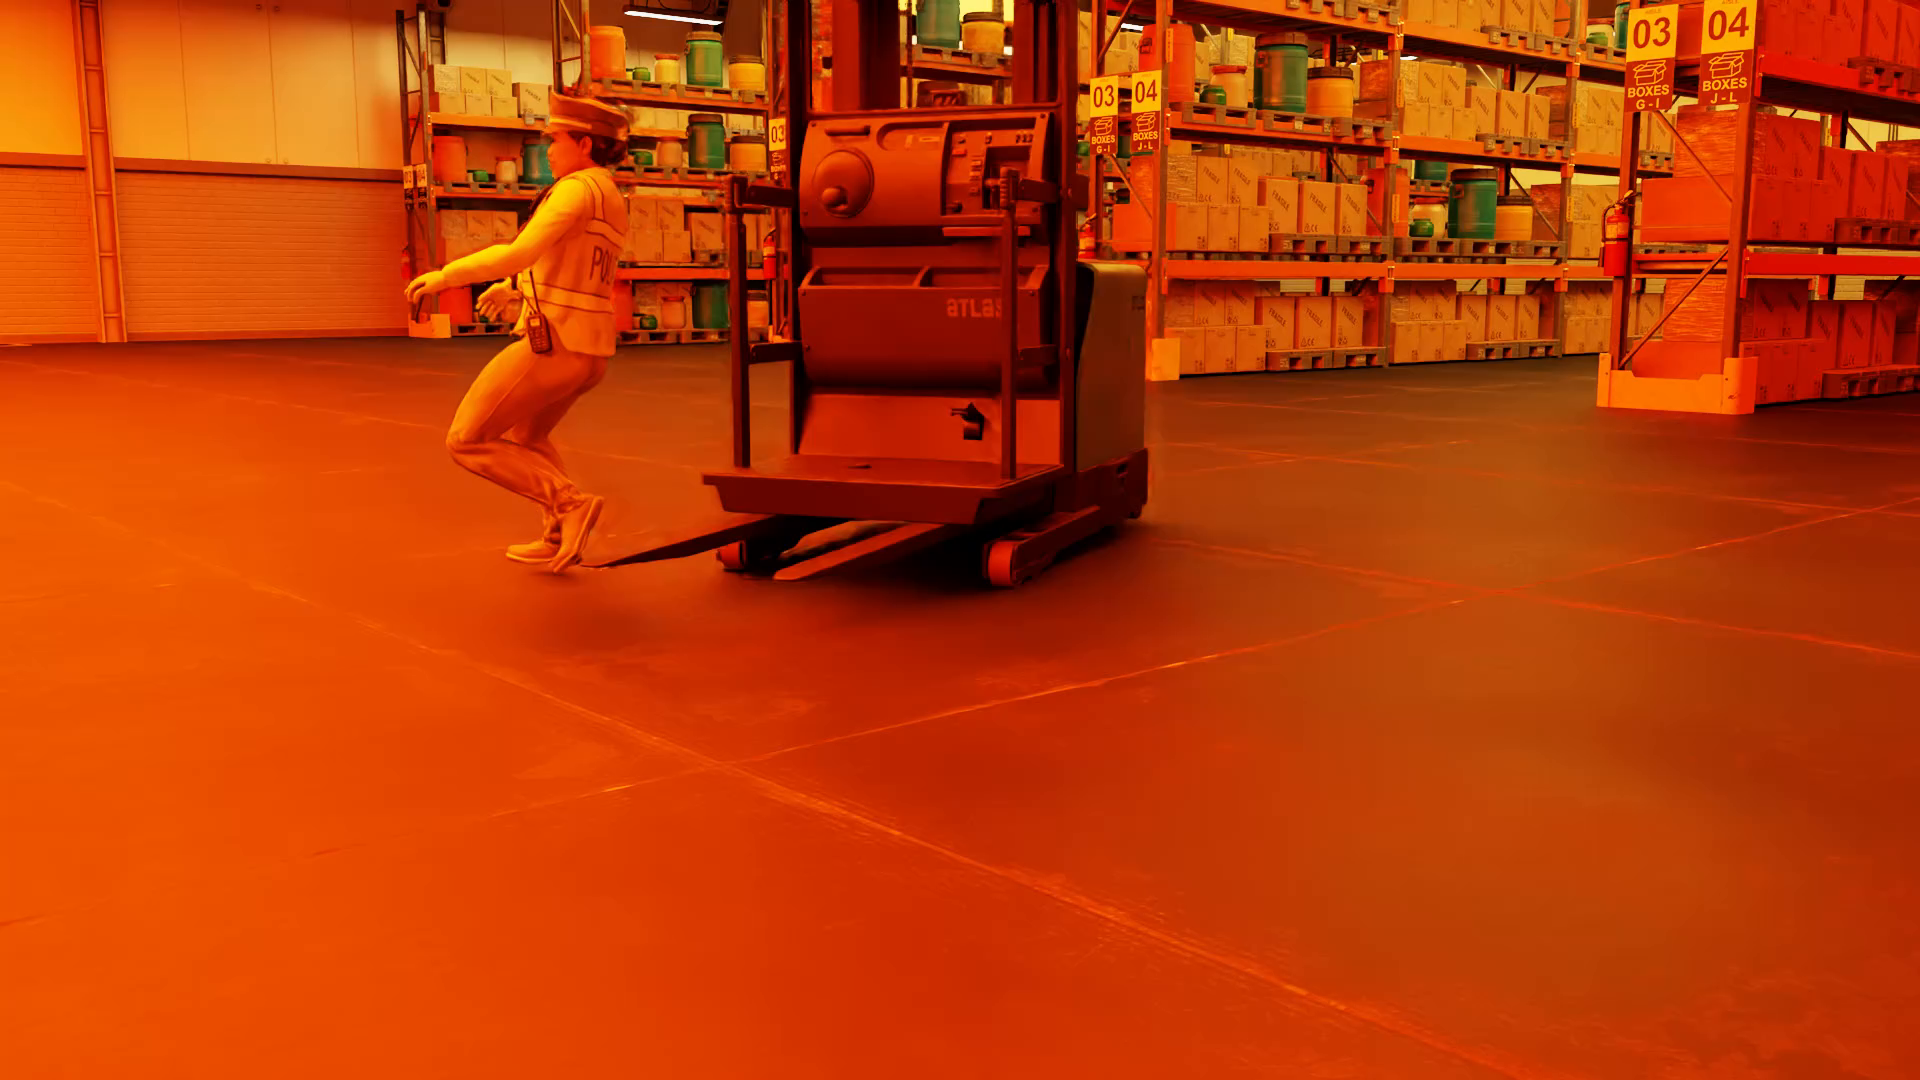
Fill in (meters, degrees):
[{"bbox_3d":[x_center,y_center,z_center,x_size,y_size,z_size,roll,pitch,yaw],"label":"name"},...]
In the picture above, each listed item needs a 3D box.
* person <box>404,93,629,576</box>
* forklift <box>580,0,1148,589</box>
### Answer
[{"bbox_3d":[-1.377,-0.642,5.378,0.675,1.551,0.776,1,9,6],"label":"person"},{"bbox_3d":[-0.208,-1.357,5.727,1.130,2.935,3.031,3,9,21],"label":"forklift"}]
